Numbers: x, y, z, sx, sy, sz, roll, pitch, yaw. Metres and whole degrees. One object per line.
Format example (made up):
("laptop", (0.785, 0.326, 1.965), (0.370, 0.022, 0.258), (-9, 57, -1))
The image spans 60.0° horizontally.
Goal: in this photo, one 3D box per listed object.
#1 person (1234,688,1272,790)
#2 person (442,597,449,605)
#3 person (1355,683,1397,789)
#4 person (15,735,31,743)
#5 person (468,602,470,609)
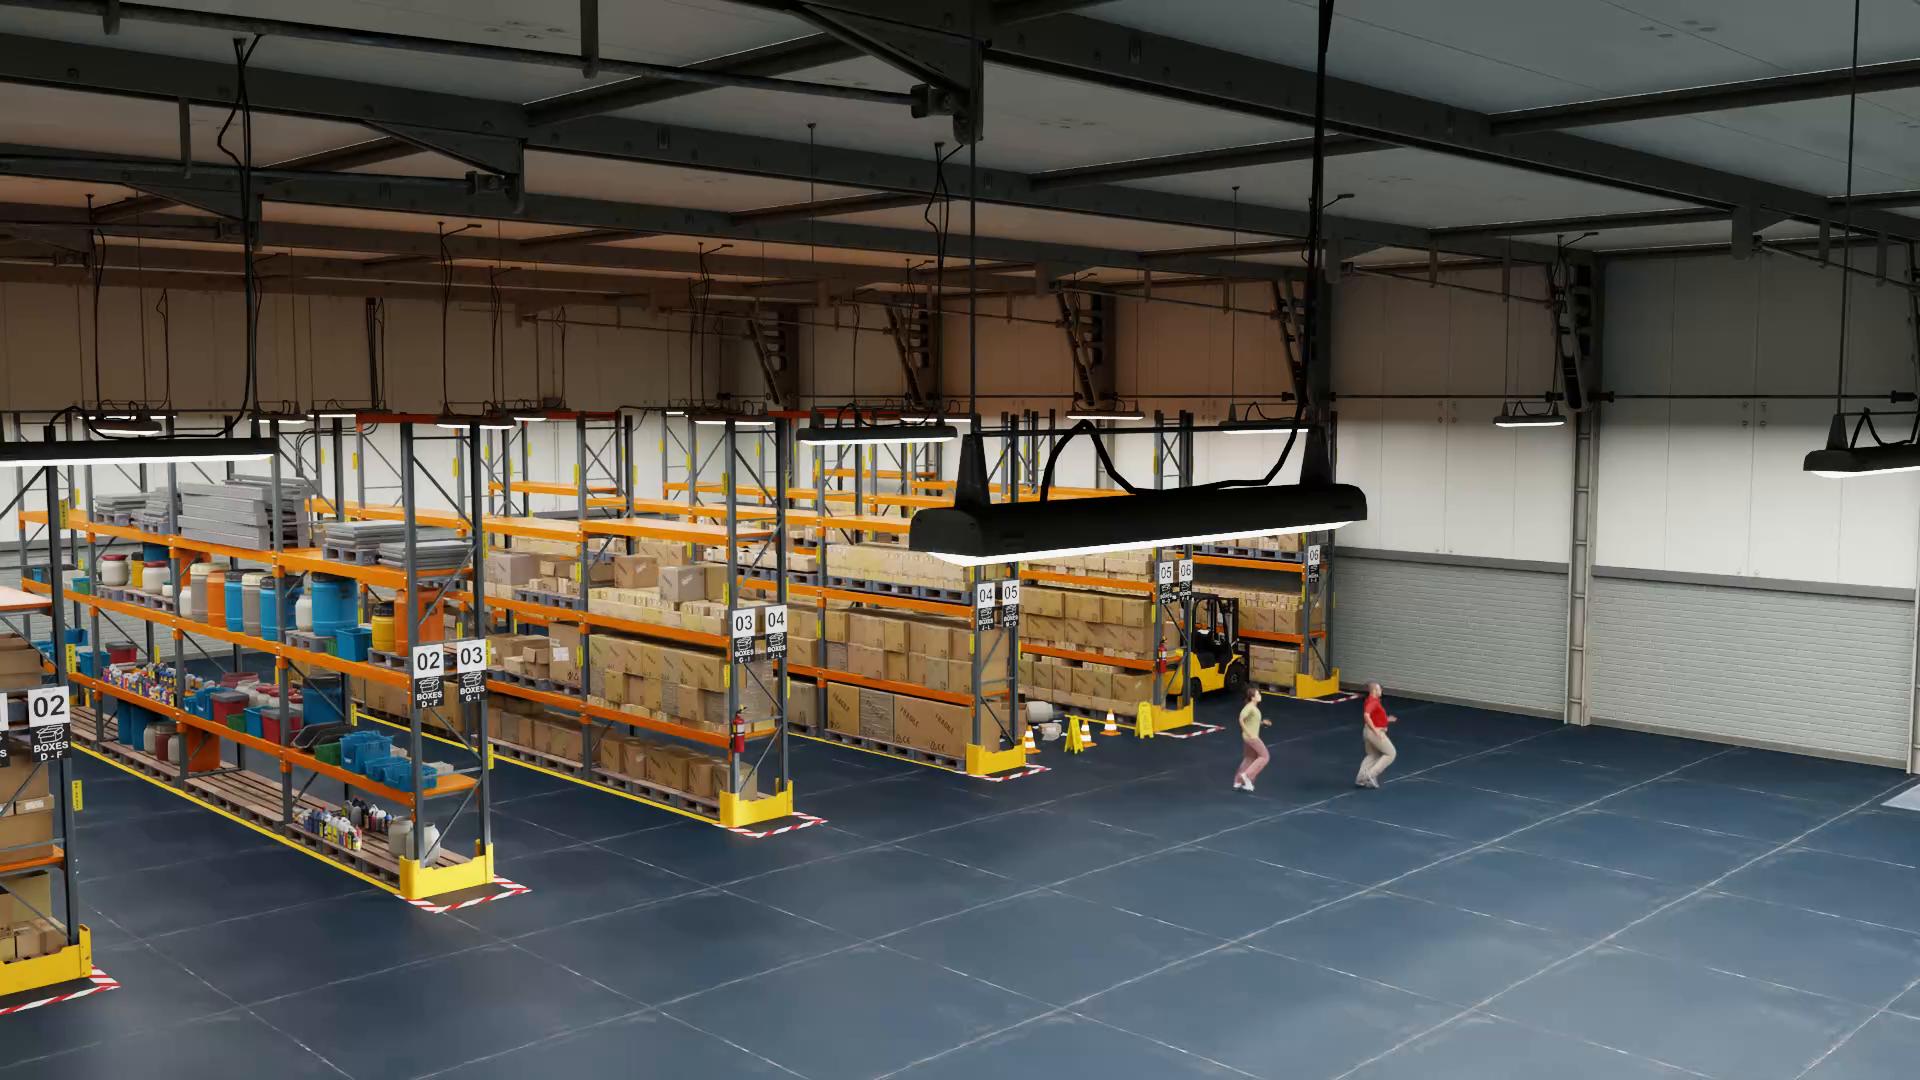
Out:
("person", (4.707, 3.184, 26.702), (0.605, 1.637, 0.557), (0, 5, 4))
("person", (-12.100, 2.141, 38.599), (0.758, 1.676, 0.545), (1, 5, 12))
("person", (6.729, 3.152, 26.804), (0.666, 1.704, 0.642), (0, 5, -4))
("person", (-14.427, 3.308, 25.614), (0.784, 1.600, 0.620), (4, 6, 40))
("person", (-11.215, 2.202, 37.615), (0.733, 1.775, 0.998), (-4, 6, -39))
